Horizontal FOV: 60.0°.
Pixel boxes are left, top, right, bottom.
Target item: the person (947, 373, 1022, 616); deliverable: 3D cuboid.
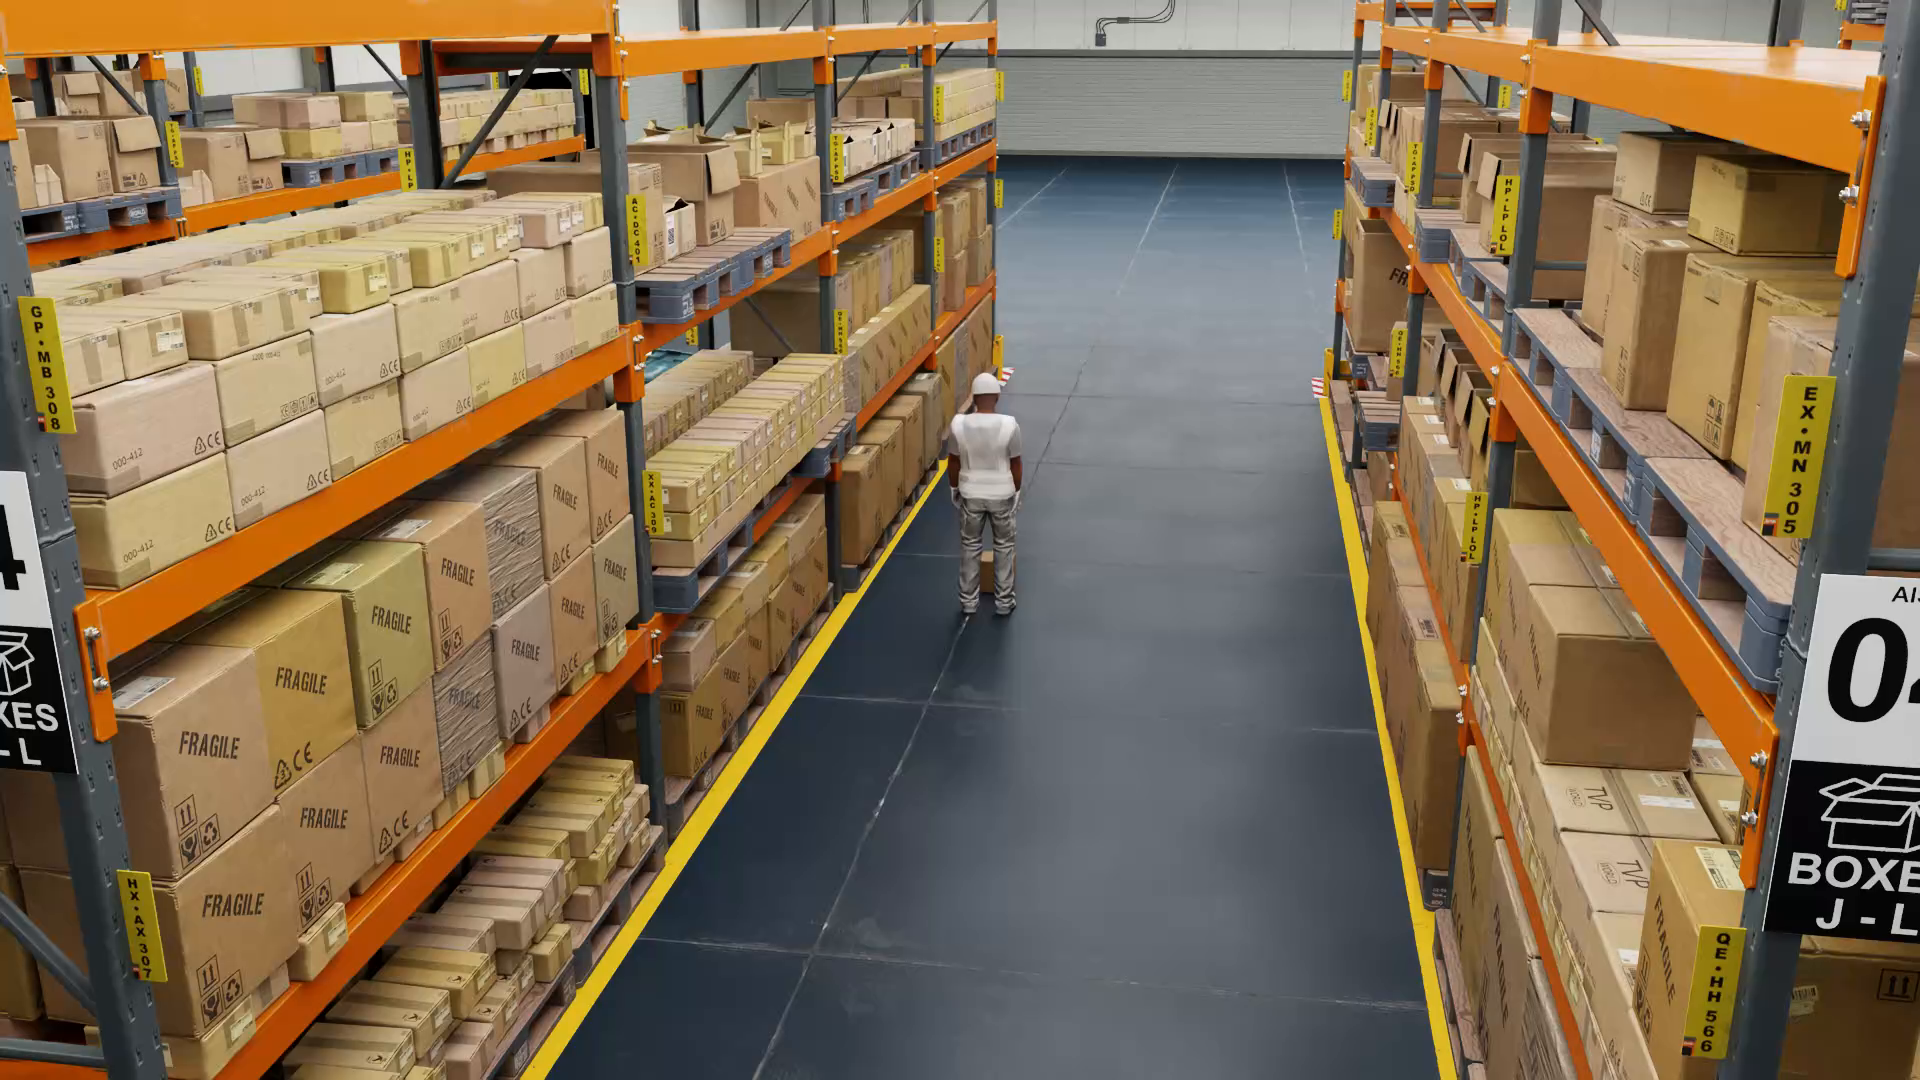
[{"bbox_3d":[0.184,-0.332,12.071,0.546,1.776,0.363,3,18,10],"label":"person"}]
